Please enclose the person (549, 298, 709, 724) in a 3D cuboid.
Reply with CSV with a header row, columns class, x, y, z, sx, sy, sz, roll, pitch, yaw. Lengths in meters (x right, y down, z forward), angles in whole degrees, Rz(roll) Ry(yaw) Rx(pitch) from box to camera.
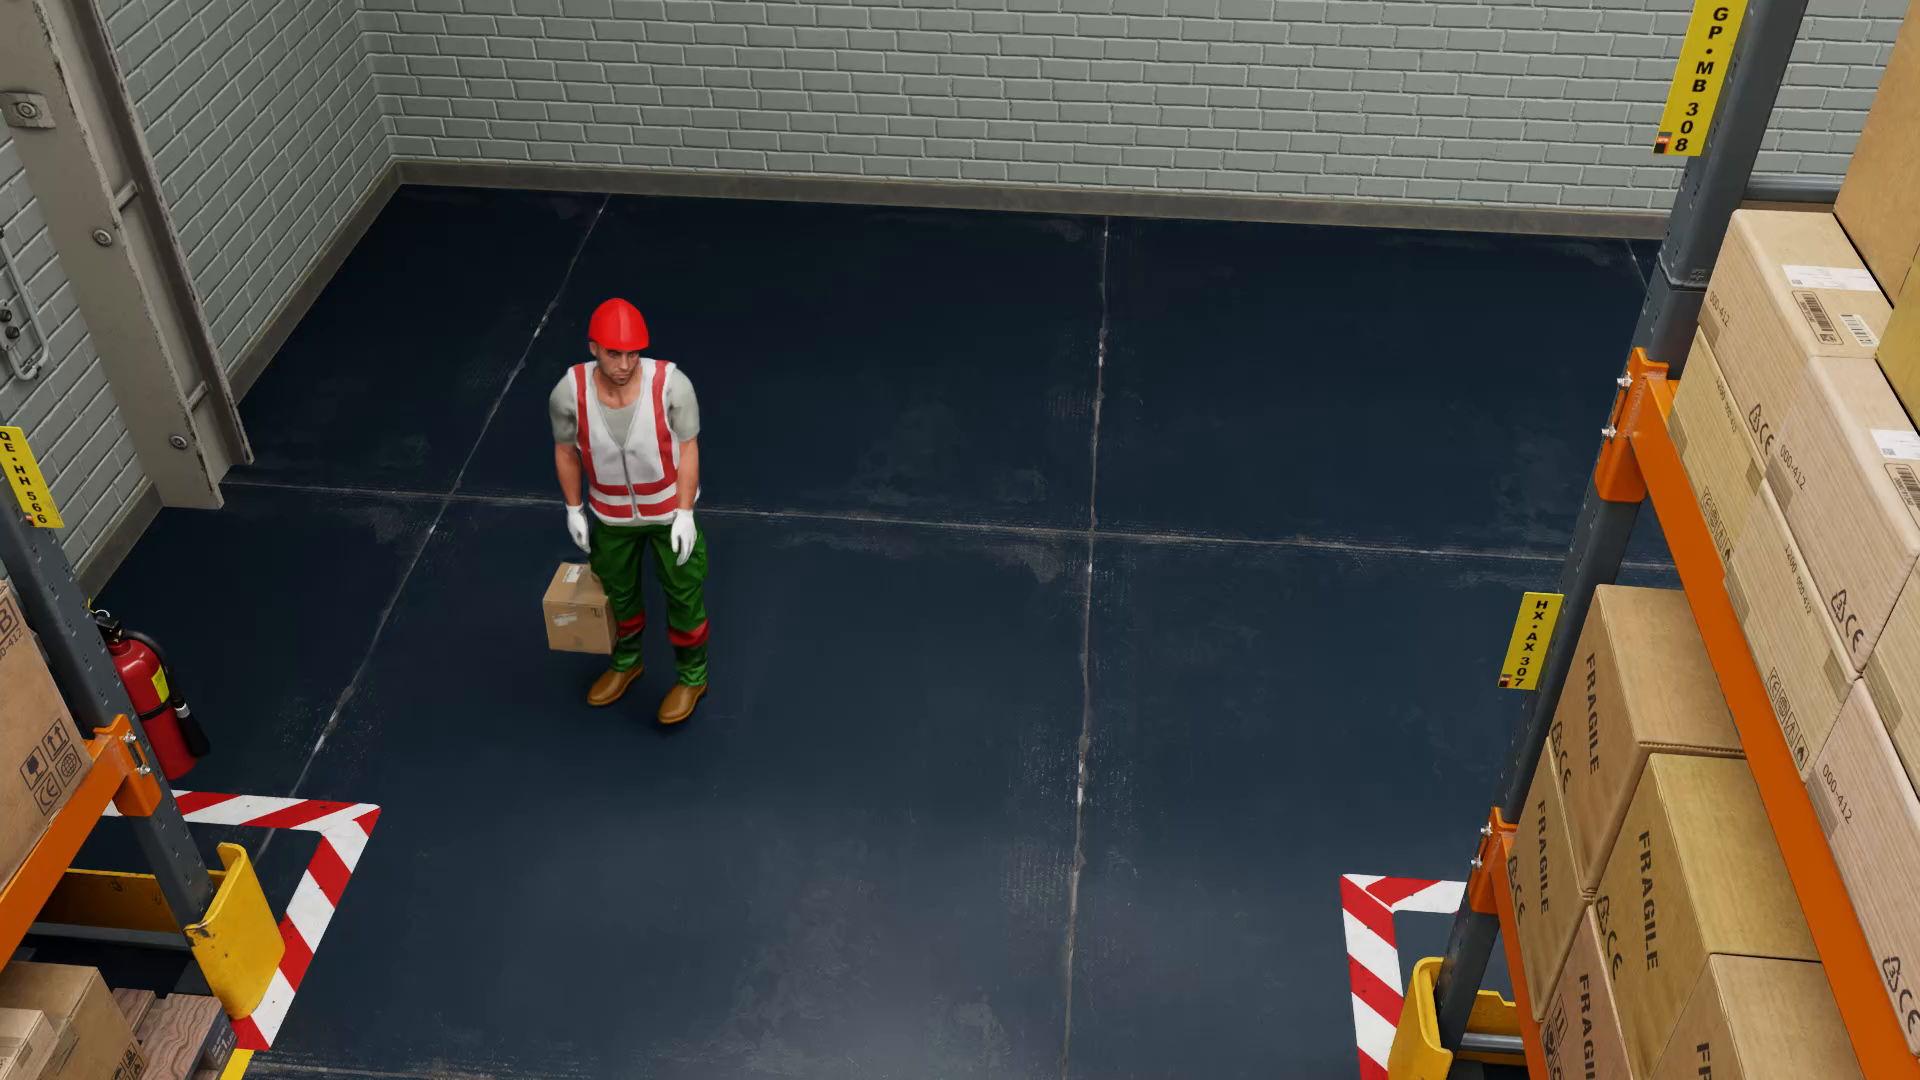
class,x,y,z,sx,sy,sz,roll,pitch,yaw
person,-1.223,-0.077,6.186,0.562,1.798,0.475,0,40,-1
